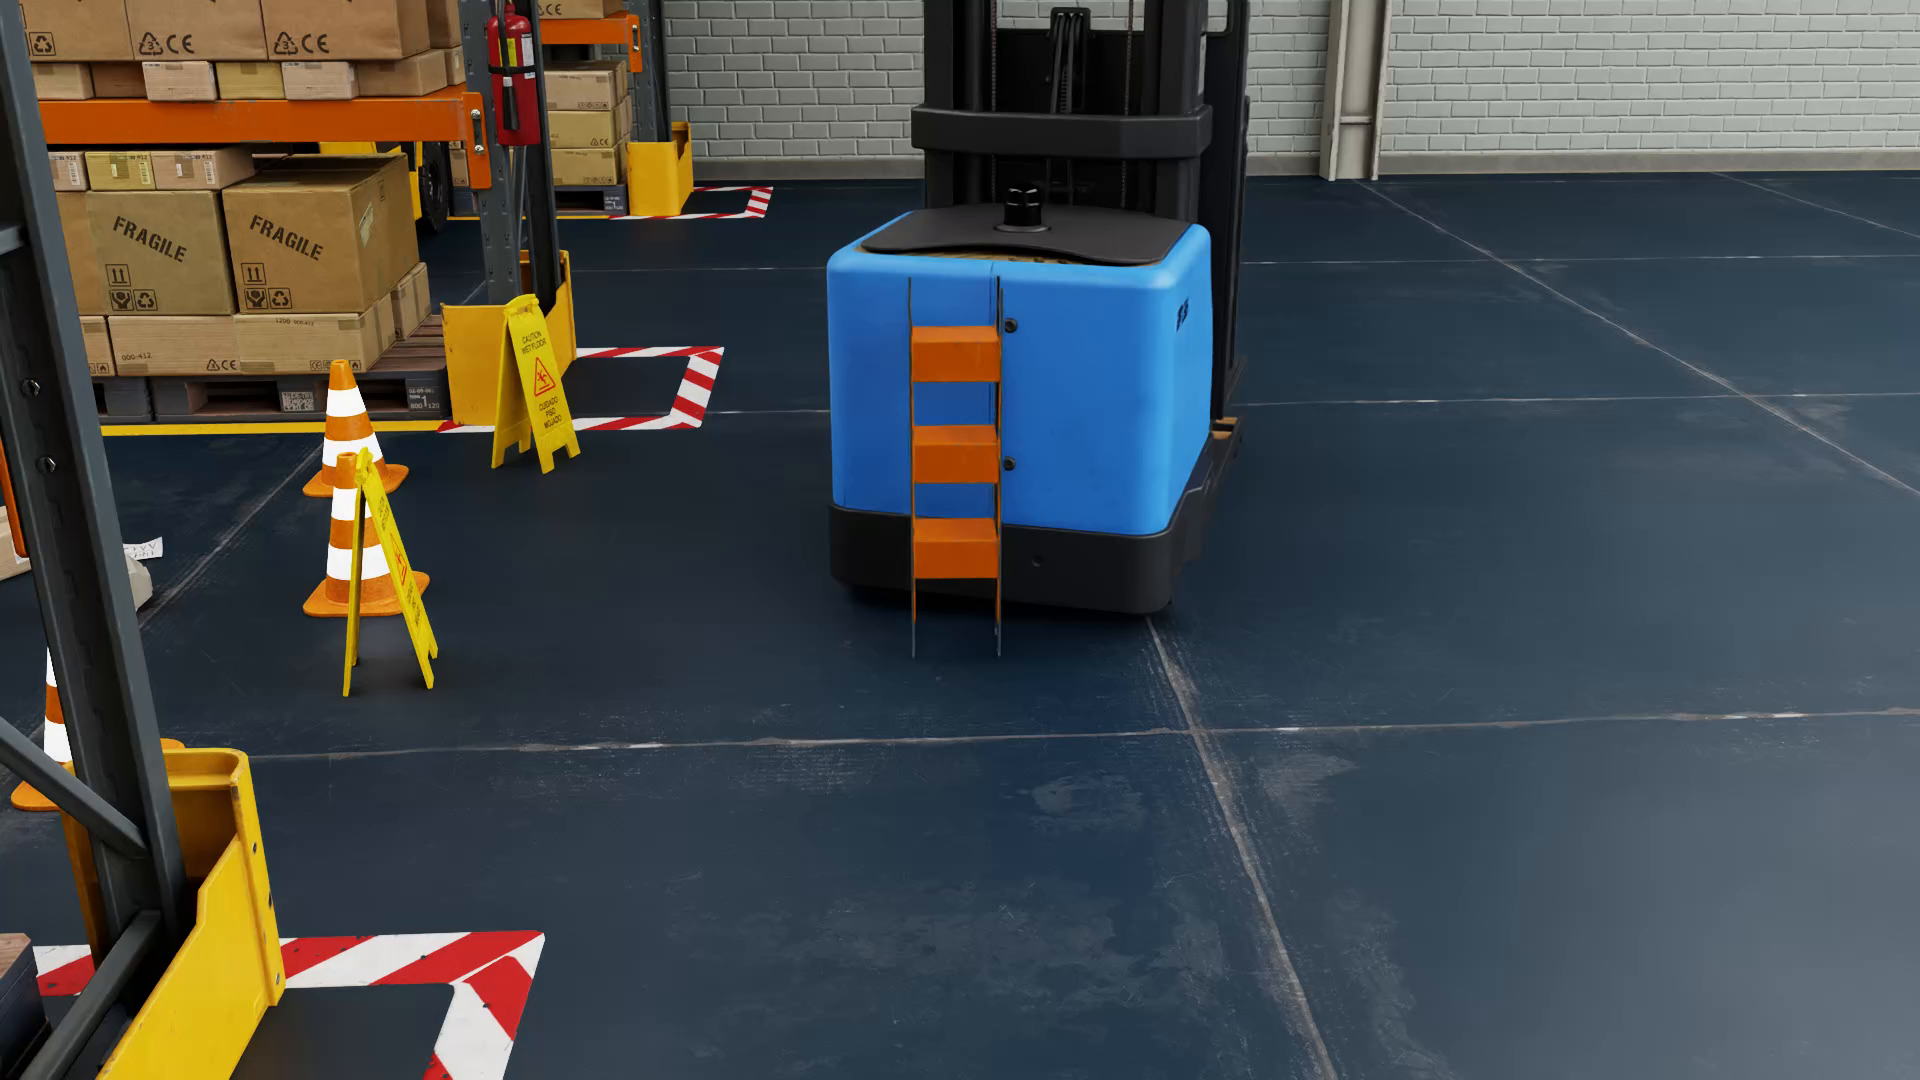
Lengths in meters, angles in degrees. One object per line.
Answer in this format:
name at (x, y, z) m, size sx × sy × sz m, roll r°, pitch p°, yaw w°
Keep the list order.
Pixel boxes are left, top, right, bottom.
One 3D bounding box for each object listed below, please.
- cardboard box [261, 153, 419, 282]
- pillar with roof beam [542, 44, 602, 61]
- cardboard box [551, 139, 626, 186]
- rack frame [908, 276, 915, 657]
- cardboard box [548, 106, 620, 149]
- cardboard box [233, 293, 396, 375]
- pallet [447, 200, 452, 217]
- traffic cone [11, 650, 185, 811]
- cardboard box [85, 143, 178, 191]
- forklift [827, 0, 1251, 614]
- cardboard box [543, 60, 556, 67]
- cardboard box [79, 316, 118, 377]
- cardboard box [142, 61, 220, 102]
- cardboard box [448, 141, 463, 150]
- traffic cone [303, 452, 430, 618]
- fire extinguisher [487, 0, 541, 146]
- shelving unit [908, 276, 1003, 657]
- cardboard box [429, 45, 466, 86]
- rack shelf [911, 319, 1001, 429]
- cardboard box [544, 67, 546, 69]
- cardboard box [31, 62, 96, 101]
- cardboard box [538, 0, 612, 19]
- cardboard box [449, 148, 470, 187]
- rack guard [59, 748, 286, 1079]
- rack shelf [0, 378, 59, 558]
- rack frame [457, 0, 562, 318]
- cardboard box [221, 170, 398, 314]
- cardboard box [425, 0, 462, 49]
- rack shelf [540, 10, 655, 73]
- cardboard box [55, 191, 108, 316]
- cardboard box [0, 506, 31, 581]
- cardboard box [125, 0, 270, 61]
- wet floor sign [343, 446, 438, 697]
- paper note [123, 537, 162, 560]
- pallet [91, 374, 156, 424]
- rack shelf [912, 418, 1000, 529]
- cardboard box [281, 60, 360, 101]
cardboard box at (-2.732, -1.426, 7.371) m, size 0.500 × 0.500 × 0.500 m, roll -2°, pitch 21°, yaw -5°
pillar with roof beam at (-2.675, -5.427, 7.228) m, size 0.400 × 9.000 × 9.100 m, roll -1°, pitch 21°, yaw -3°
cardboard box at (-2.625, -2.636, 11.603) m, size 0.500 × 0.250 × 0.500 m, roll -1°, pitch 21°, yaw -3°
rack frame at (-0.136, -0.197, 4.651) m, size 0.008 × 1.050 × 0.200 m, roll -1°, pitch 19°, yaw -2°
cardboard box at (-2.642, -2.870, 11.516) m, size 0.500 × 0.250 × 0.500 m, roll -1°, pitch 21°, yaw -4°
cardboard box at (-2.702, -0.882, 6.996) m, size 0.500 × 0.250 × 0.500 m, roll -1°, pitch 21°, yaw -3°
pallet at (-4.150, -2.489, 11.862) m, size 1.213 × 0.211 × 1.003 m, roll -1°, pitch 21°, yaw -3°
traffic cone at (-2.115, 0.365, 4.012) m, size 0.334 × 0.463 × 0.336 m, roll -1°, pitch 21°, yaw -3°
cardboard box at (-3.285, -1.504, 6.664) m, size 0.250 × 0.149 × 0.380 m, roll -1°, pitch 21°, yaw -2°
forklift at (0.480, -1.646, 5.825) m, size 1.130 × 2.935 × 3.031 m, roll 6°, pitch 22°, yaw 14°
cardboard box at (-3.163, -3.271, 11.866) m, size 0.500 × 0.250 × 0.500 m, roll -1°, pitch 21°, yaw -3°
cardboard box at (-3.718, -0.862, 6.944) m, size 0.500 × 0.250 × 0.500 m, roll -2°, pitch 21°, yaw -5°
cardboard box at (-3.007, -1.824, 6.550) m, size 0.250 × 0.149 × 0.380 m, roll -1°, pitch 21°, yaw -2°
cardboard box at (-3.657, -2.846, 11.452) m, size 0.500 × 0.250 × 0.500 m, roll -2°, pitch 21°, yaw -4°
traffic cone at (-1.840, -0.043, 5.085) m, size 0.334 × 0.463 × 0.336 m, roll -1°, pitch 21°, yaw -3°
fire extinguisher at (-1.746, -1.886, 6.467) m, size 0.183 × 0.674 × 0.296 m, roll -1°, pitch 21°, yaw -3°
shelving unit at (-0.014, -0.198, 4.654) m, size 0.252 × 1.050 × 0.215 m, roll -1°, pitch 19°, yaw -2°
cardboard box at (-2.238, -2.033, 7.097) m, size 0.250 × 0.149 × 0.380 m, roll -1°, pitch 21°, yaw -3°
rack shelf at (-0.014, -0.457, 4.566) m, size 0.240 × 0.259 × 0.215 m, roll -1°, pitch 19°, yaw -2°
cardboard box at (-3.125, -3.092, 11.397) m, size 0.500 × 0.250 × 0.500 m, roll -1°, pitch 21°, yaw -2°
cardboard box at (-3.521, -1.831, 6.569) m, size 0.250 × 0.149 × 0.380 m, roll -1°, pitch 21°, yaw -4°
cardboard box at (-2.650, -3.790, 11.219) m, size 0.500 × 0.500 × 0.500 m, roll -2°, pitch 21°, yaw -4°
cardboard box at (-3.622, -2.622, 11.567) m, size 0.500 × 0.250 × 0.500 m, roll -1°, pitch 21°, yaw -2°
rack guard at (-1.479, 0.841, 2.710) m, size 0.348 × 0.500 × 1.175 m, roll -1°, pitch 21°, yaw -3°
rack shelf at (-3.500, 0.050, 2.285) m, size 4.000 × 0.370 × 1.077 m, roll -1°, pitch 21°, yaw -3°
rack frame at (-1.887, -2.083, 6.877) m, size 0.127 × 3.000 × 1.000 m, roll -1°, pitch 21°, yaw -3°
cardboard box at (-2.672, -1.236, 6.872) m, size 0.500 × 0.500 × 0.500 m, roll -1°, pitch 21°, yaw -3°
cardboard box at (-2.375, -2.358, 7.040) m, size 0.500 × 0.500 × 0.500 m, roll -1°, pitch 21°, yaw -4°
rack shelf at (-4.171, -3.470, 11.530) m, size 4.000 × 0.370 × 1.077 m, roll -1°, pitch 21°, yaw -3°
cardboard box at (-3.697, -1.217, 6.821) m, size 0.500 × 0.500 × 0.500 m, roll -2°, pitch 21°, yaw -4°
cardboard box at (-3.079, -0.007, 5.430) m, size 0.250 × 0.149 × 0.380 m, roll 10°, pitch 23°, yaw 25°
cardboard box at (-2.913, -2.152, 6.498) m, size 0.500 × 0.500 × 0.500 m, roll -1°, pitch 21°, yaw -3°
wet floor sign at (-1.587, 0.069, 4.532) m, size 0.232 × 0.644 × 0.267 m, roll -5°, pitch 21°, yaw -12°
paper note at (-2.717, 0.031, 5.498) m, size 0.142 × 0.019 × 0.148 m, roll -9°, pitch 23°, yaw -22°
pallet at (-3.991, -0.751, 7.297) m, size 1.213 × 0.211 × 1.003 m, roll -1°, pitch 21°, yaw -3°
rack shelf at (-0.014, -0.188, 4.657) m, size 0.240 × 0.259 × 0.215 m, roll -1°, pitch 19°, yaw -2°
cardboard box at (-2.494, -1.838, 6.585) m, size 0.250 × 0.149 × 0.380 m, roll -1°, pitch 21°, yaw -4°
